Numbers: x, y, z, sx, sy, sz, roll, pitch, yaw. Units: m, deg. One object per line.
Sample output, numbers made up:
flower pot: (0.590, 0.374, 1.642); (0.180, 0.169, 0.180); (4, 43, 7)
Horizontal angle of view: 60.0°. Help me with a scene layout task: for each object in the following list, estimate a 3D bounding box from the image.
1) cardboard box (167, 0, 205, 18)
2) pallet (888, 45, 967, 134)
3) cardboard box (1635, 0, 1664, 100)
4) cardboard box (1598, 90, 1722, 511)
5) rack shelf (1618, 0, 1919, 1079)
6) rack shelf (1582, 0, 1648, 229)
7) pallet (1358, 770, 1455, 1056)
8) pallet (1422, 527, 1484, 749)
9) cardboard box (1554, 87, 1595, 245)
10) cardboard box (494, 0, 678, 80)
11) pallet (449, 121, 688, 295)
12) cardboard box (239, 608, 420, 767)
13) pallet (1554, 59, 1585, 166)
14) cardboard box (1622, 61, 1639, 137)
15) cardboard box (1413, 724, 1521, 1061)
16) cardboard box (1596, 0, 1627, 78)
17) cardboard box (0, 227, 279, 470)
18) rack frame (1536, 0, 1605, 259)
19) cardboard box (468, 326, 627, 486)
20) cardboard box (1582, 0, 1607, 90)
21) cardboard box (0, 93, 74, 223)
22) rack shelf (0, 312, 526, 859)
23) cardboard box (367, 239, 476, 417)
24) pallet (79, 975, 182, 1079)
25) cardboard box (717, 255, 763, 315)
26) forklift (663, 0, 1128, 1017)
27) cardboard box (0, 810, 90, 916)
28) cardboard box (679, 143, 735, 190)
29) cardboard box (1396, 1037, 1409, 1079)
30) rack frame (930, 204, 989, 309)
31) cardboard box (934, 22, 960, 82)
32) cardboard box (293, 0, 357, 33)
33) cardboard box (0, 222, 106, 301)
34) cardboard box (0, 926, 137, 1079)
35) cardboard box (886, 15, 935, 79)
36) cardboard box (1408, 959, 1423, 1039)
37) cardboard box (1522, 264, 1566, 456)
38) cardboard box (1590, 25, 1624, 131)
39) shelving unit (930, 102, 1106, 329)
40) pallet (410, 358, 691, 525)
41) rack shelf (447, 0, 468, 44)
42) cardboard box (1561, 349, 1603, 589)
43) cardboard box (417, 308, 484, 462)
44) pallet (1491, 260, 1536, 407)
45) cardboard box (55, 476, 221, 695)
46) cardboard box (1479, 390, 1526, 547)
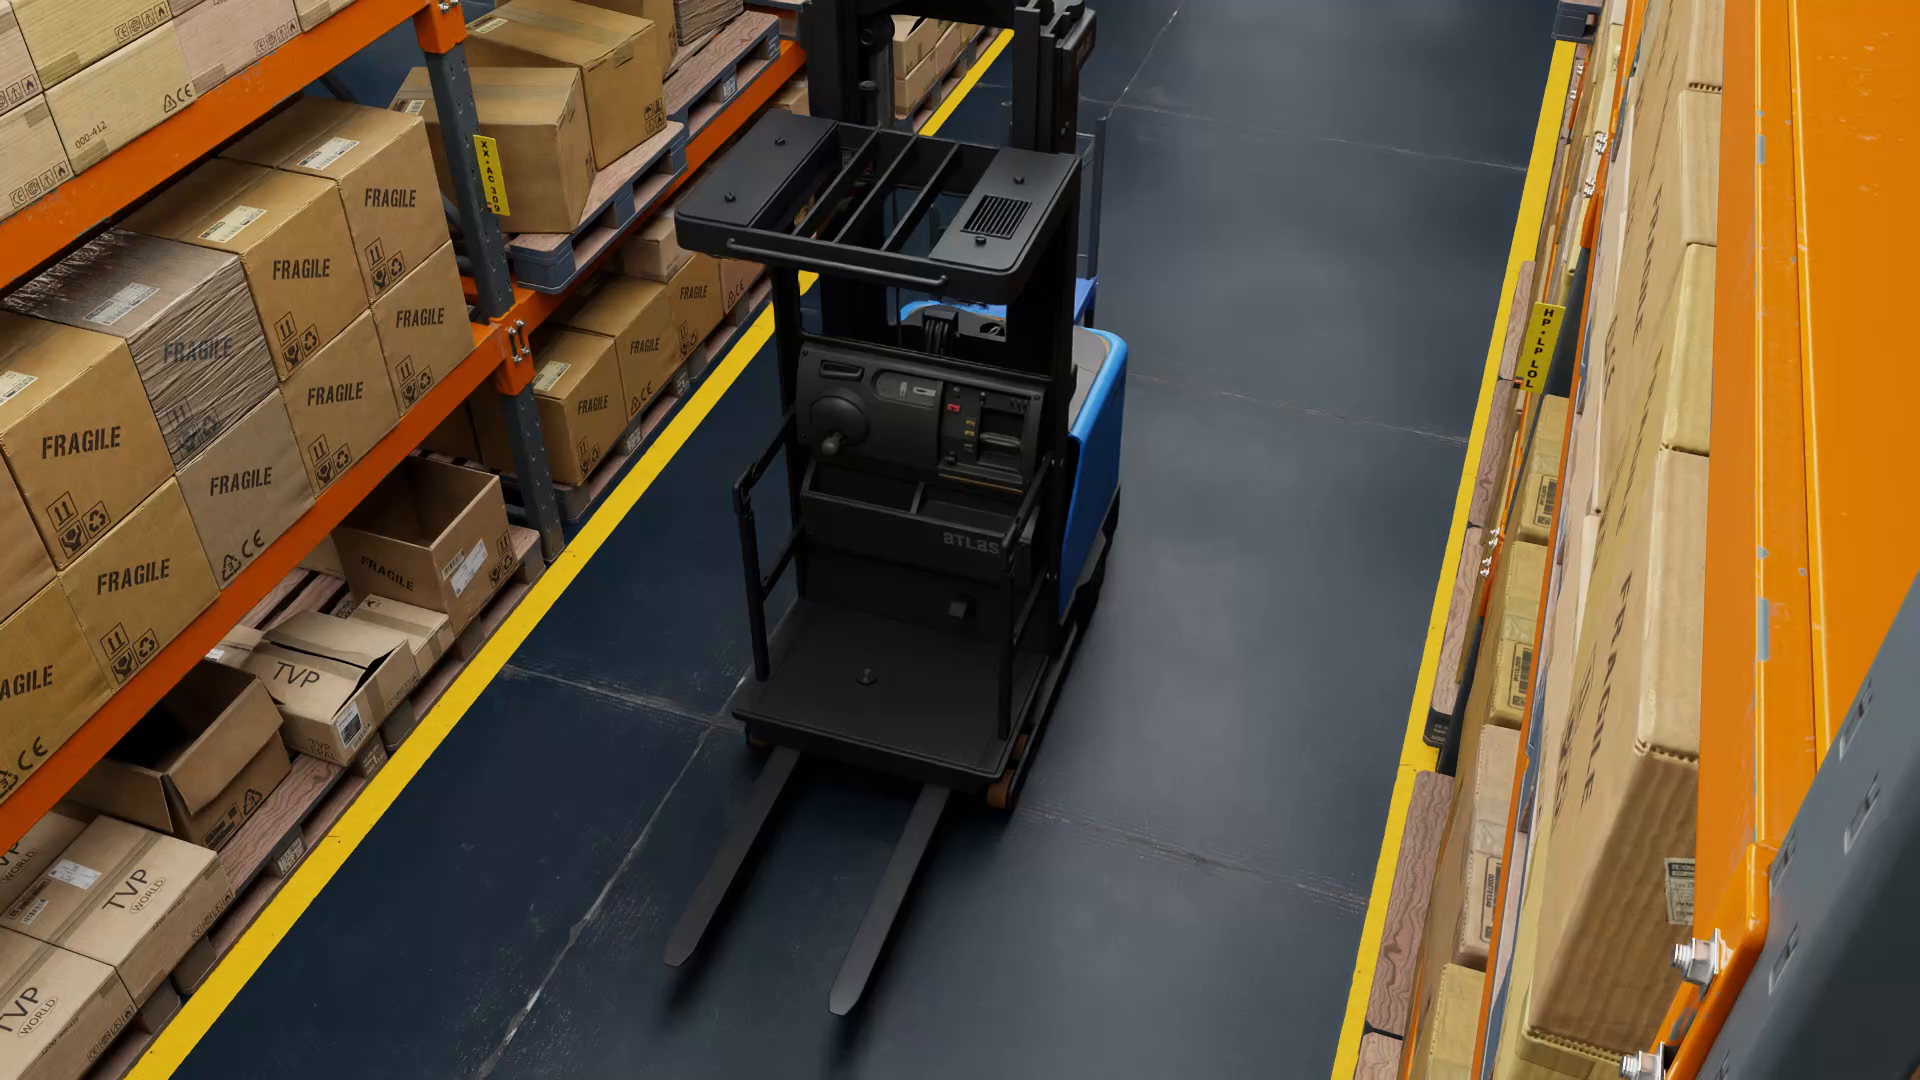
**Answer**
cardboard box: (-2.391, -1.791, 4.911); (0.500, 0.250, 0.500); (13, 42, 15)
pallet: (-0.619, -3.050, 11.116); (1.003, 0.211, 1.213); (13, 42, 15)
cardboard box: (1.844, -1.275, 3.713); (0.500, 0.500, 0.500); (13, 42, 15)
cardboard box: (1.329, -0.338, 2.615); (0.500, 0.500, 0.500); (12, 42, 13)
rack shelf: (1.667, -0.717, 2.474); (1.077, 0.370, 4.000); (13, 42, 15)
rack shelf: (3.035, -2.168, 6.177); (1.077, 0.370, 4.000); (13, 42, 15)
pallet: (2.017, 1.427, 5.869); (1.003, 0.211, 1.213); (13, 42, 15)
pallet: (2.544, 0.493, 6.963); (1.003, 0.211, 1.213); (13, 42, 15)
cardboard box: (2.783, -1.501, 6.830); (0.500, 0.500, 0.500); (14, 43, 16)
cardboard box: (-1.759, -2.467, 7.883); (0.700, 0.500, 0.500); (3, 41, 4)
pallet: (-1.930, -1.568, 7.378); (1.003, 0.211, 1.213); (13, 42, 15)
cardboard box: (-2.490, 0.546, 6.486); (0.500, 0.311, 0.500); (13, 42, 15)
pallet: (4.406, -2.677, 10.679); (1.003, 0.211, 1.213); (13, 42, 15)
cardboard box: (1.867, -1.000, 3.968); (0.500, 0.250, 0.500); (13, 42, 15)
cardboard box: (1.656, 1.022, 3.963); (0.980, 0.700, 0.700); (11, 42, 13)
cardboard box: (2.971, -2.111, 6.967); (0.500, 0.250, 0.500); (14, 42, 15)
cardboard box: (-2.580, -0.610, 5.260); (0.500, 0.500, 0.500); (14, 42, 15)
rack frame: (3.719, -2.520, 8.347); (1.000, 3.000, 0.127); (13, 42, 15)
cardboard box: (-1.911, -0.635, 7.724); (0.500, 0.500, 0.500); (11, 42, 13)
cardboard box: (3.312, -2.440, 7.931); (0.500, 0.500, 0.500); (14, 43, 16)
cardboard box: (-2.741, -0.993, 4.361); (0.500, 0.250, 0.500); (13, 42, 15)
rack shelf: (-2.989, 0.316, 5.577); (1.077, 0.370, 4.000); (13, 42, 15)
cardboard box: (-2.235, -0.854, 6.317); (0.500, 0.500, 0.500); (14, 42, 16)
pallet: (-3.376, 1.790, 5.443); (1.003, 0.211, 1.213); (13, 42, 15)
cardboard box: (-1.388, -1.574, 8.825); (0.500, 0.500, 0.500); (12, 42, 13)
forklift: (-0.220, -0.367, 5.876); (1.130, 2.935, 3.031); (12, 42, 14)
cardboard box: (-3.366, 1.181, 5.787); (0.500, 0.250, 0.500); (13, 42, 15)
cardboard box: (-1.398, -1.837, 8.554); (0.500, 0.250, 0.500); (13, 42, 14)
cardboard box: (1.646, 1.762, 4.930); (0.700, 0.500, 0.500); (14, 42, 16)
rack frame: (0.113, -0.799, 7.484); (0.500, 1.500, 0.032); (12, 42, 14)
cardboard box: (-0.311, -3.292, 11.046); (0.500, 0.250, 0.500); (12, 42, 14)
cardboard box: (-2.222, -1.906, 5.431); (0.500, 0.250, 0.500); (13, 42, 15)
cardboard box: (-3.083, -0.743, 5.416); (0.500, 0.500, 0.500); (12, 42, 14)
cardboard box: (-3.050, 1.567, 5.336); (0.500, 0.250, 0.500); (13, 42, 15)
cardboard box: (-0.483, -3.199, 10.505); (0.500, 0.311, 0.500); (15, 43, 17)
cardboard box: (1.532, 1.384, 4.873); (0.380, 0.149, 0.250); (12, 42, 14)
cardboard box: (2.272, -0.577, 5.747); (0.500, 0.500, 0.500); (13, 42, 14)
cardboard box: (2.802, -1.798, 6.601); (0.500, 0.250, 0.500); (12, 42, 14)
shelving unit: (0.274, -1.112, 7.851); (0.538, 1.500, 1.048); (12, 42, 14)
pallet: (-2.063, -0.622, 8.270); (1.003, 0.211, 1.213); (13, 42, 15)
rack shelf: (-1.622, -3.265, 7.463); (1.077, 0.370, 4.000); (13, 42, 15)
cardboard box: (1.334, -0.065, 2.872); (0.500, 0.250, 0.500); (12, 42, 14)
cardboard box: (-2.406, -0.759, 7.869); (0.500, 0.500, 0.500); (13, 42, 15)
pallet: (3.378, -0.995, 8.708); (1.003, 0.211, 1.213); (13, 42, 15)
cardboard box: (-2.755, 0.086, 5.215); (0.500, 0.500, 0.500); (14, 42, 16)
cardboard box: (2.752, -0.391, 7.183); (0.750, 0.750, 0.750); (15, 43, 16)
